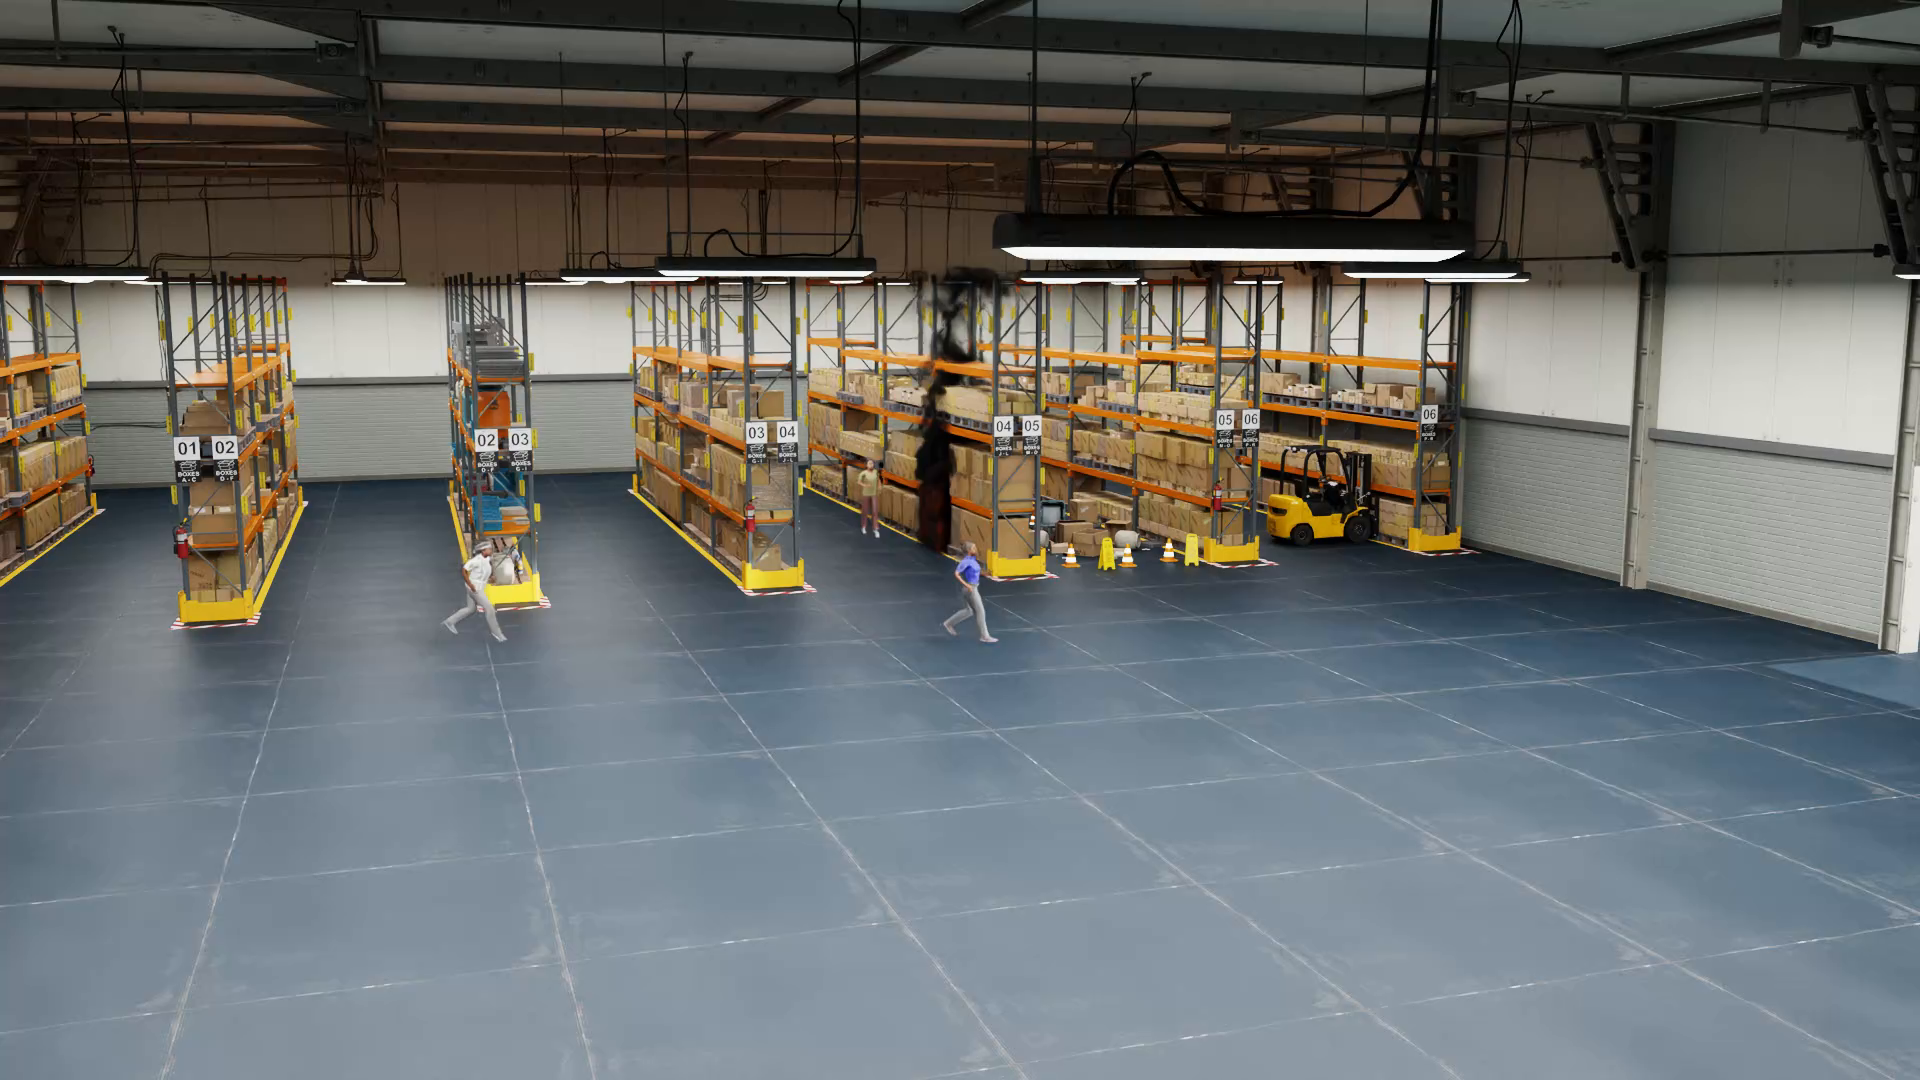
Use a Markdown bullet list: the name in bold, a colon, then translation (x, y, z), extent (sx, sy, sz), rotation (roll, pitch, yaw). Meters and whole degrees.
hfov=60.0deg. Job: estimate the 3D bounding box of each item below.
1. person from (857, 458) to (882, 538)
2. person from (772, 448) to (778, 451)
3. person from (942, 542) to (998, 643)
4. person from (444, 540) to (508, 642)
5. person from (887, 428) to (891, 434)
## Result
- **person**: translation (-2.001, -0.955, 36.889), extent (0.594, 1.727, 0.774), rotation (-4, 9, -22)
- **person**: translation (-5.424, -2.378, 48.544), extent (0.648, 1.593, 0.529), rotation (5, 10, 28)
- **person**: translation (0.159, 0.835, 27.011), extent (0.931, 1.634, 0.581), rotation (1, 9, 8)
- **person**: translation (-7.930, 0.836, 27.138), extent (1.063, 1.687, 0.581), rotation (0, 9, 1)
- **person**: translation (-2.007, -2.294, 47.328), extent (0.689, 1.769, 1.035), rotation (-4, 9, -23)
